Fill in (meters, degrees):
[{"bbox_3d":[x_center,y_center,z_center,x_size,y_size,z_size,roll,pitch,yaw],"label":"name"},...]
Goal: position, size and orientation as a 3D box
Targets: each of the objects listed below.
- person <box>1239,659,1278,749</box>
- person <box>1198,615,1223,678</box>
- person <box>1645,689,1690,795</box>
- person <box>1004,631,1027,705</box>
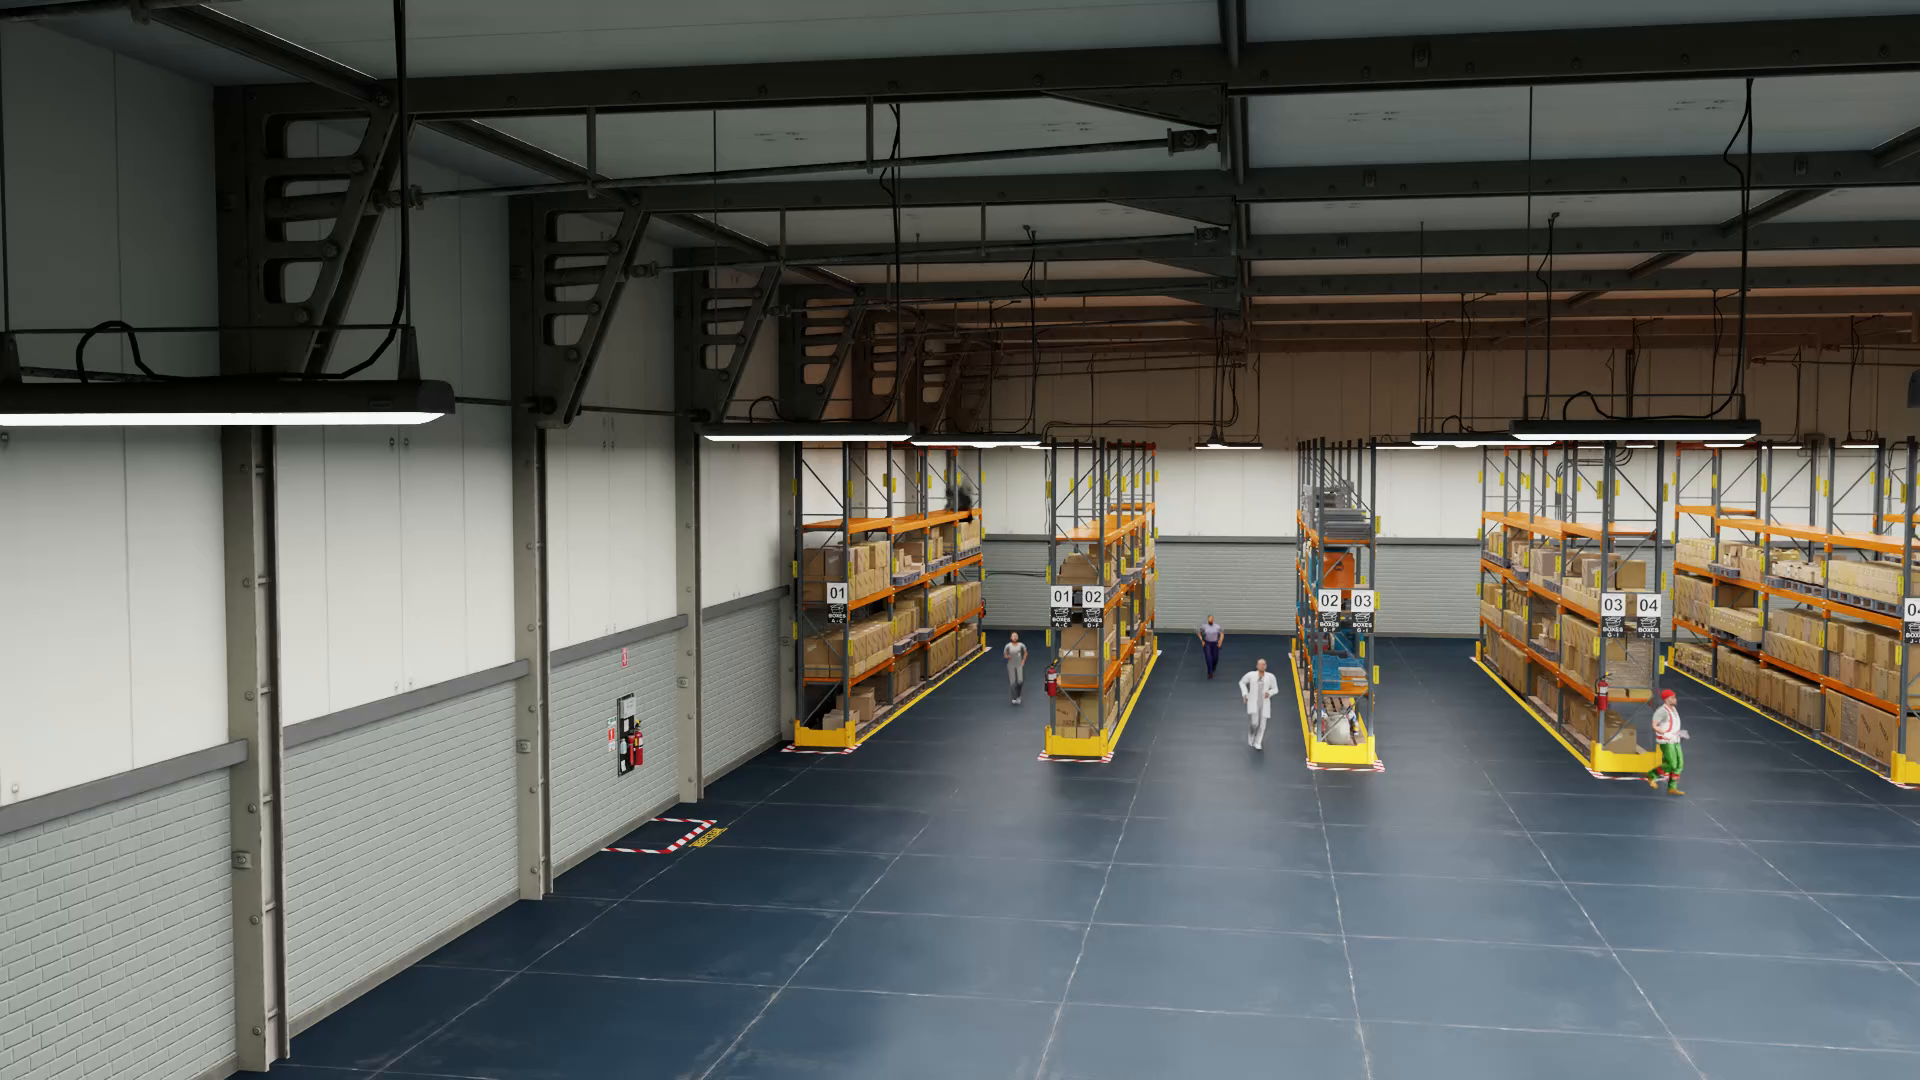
[{"bbox_3d":[5.758,3.161,31.933,0.703,1.731,0.633,0,3,0],"label":"person"},{"bbox_3d":[6.379,2.692,42.334,0.650,1.595,0.634,0,3,2],"label":"person"},{"bbox_3d":[11.838,3.373,27.848,0.686,1.754,0.656,-3,4,-41],"label":"person"},{"bbox_3d":[1.260,2.901,37.636,0.548,1.656,0.616,0,3,0],"label":"person"}]
